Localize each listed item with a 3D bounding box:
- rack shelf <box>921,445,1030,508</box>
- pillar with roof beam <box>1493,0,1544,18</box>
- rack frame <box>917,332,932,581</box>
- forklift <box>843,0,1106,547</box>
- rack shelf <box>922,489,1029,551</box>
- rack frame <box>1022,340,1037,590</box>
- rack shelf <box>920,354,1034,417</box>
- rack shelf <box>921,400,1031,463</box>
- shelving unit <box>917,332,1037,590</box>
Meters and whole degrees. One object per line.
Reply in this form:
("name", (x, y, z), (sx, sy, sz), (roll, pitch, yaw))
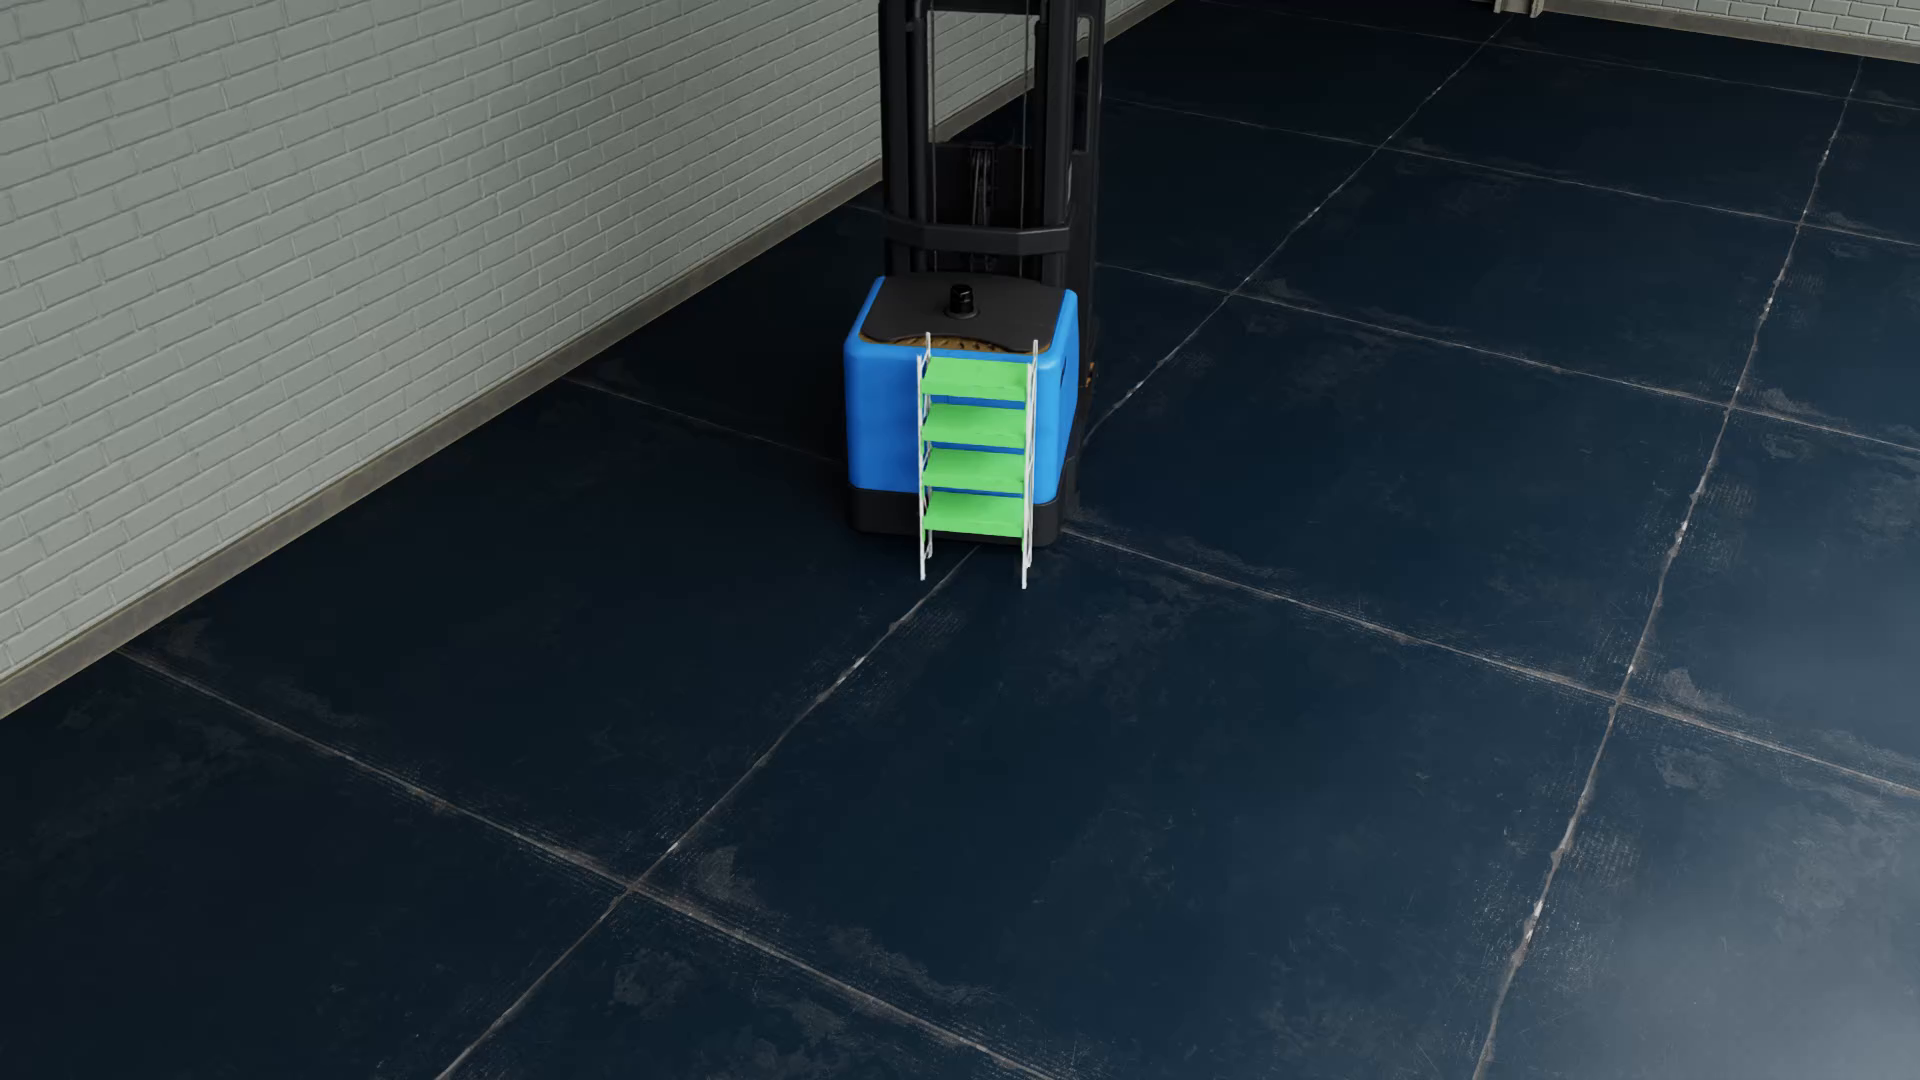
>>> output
("rack shelf", (0.079, -0.296, 7.728), (0.480, 0.148, 0.258), (5, 34, 7))
("pillar with roof beam", (3.169, -6.705, 10.200), (0.400, 9.000, 9.100), (18, 37, 24))
("rack frame", (-0.162, -0.371, 7.724), (0.015, 1.200, 0.240), (5, 34, 7))
("forklift", (0.190, -1.992, 8.597), (1.130, 2.935, 3.031), (5, 34, 8))
("rack shelf", (0.079, -0.097, 7.861), (0.480, 0.148, 0.258), (5, 34, 7))
("rack frame", (0.320, -0.329, 7.661), (0.015, 1.200, 0.240), (5, 34, 7))
("rack shelf", (0.079, -0.696, 7.462), (0.480, 0.148, 0.258), (5, 34, 7))
("rack shelf", (0.079, -0.496, 7.595), (0.480, 0.148, 0.258), (5, 34, 7))
("shelving unit", (0.079, -0.350, 7.692), (0.503, 1.200, 0.258), (5, 34, 7))
